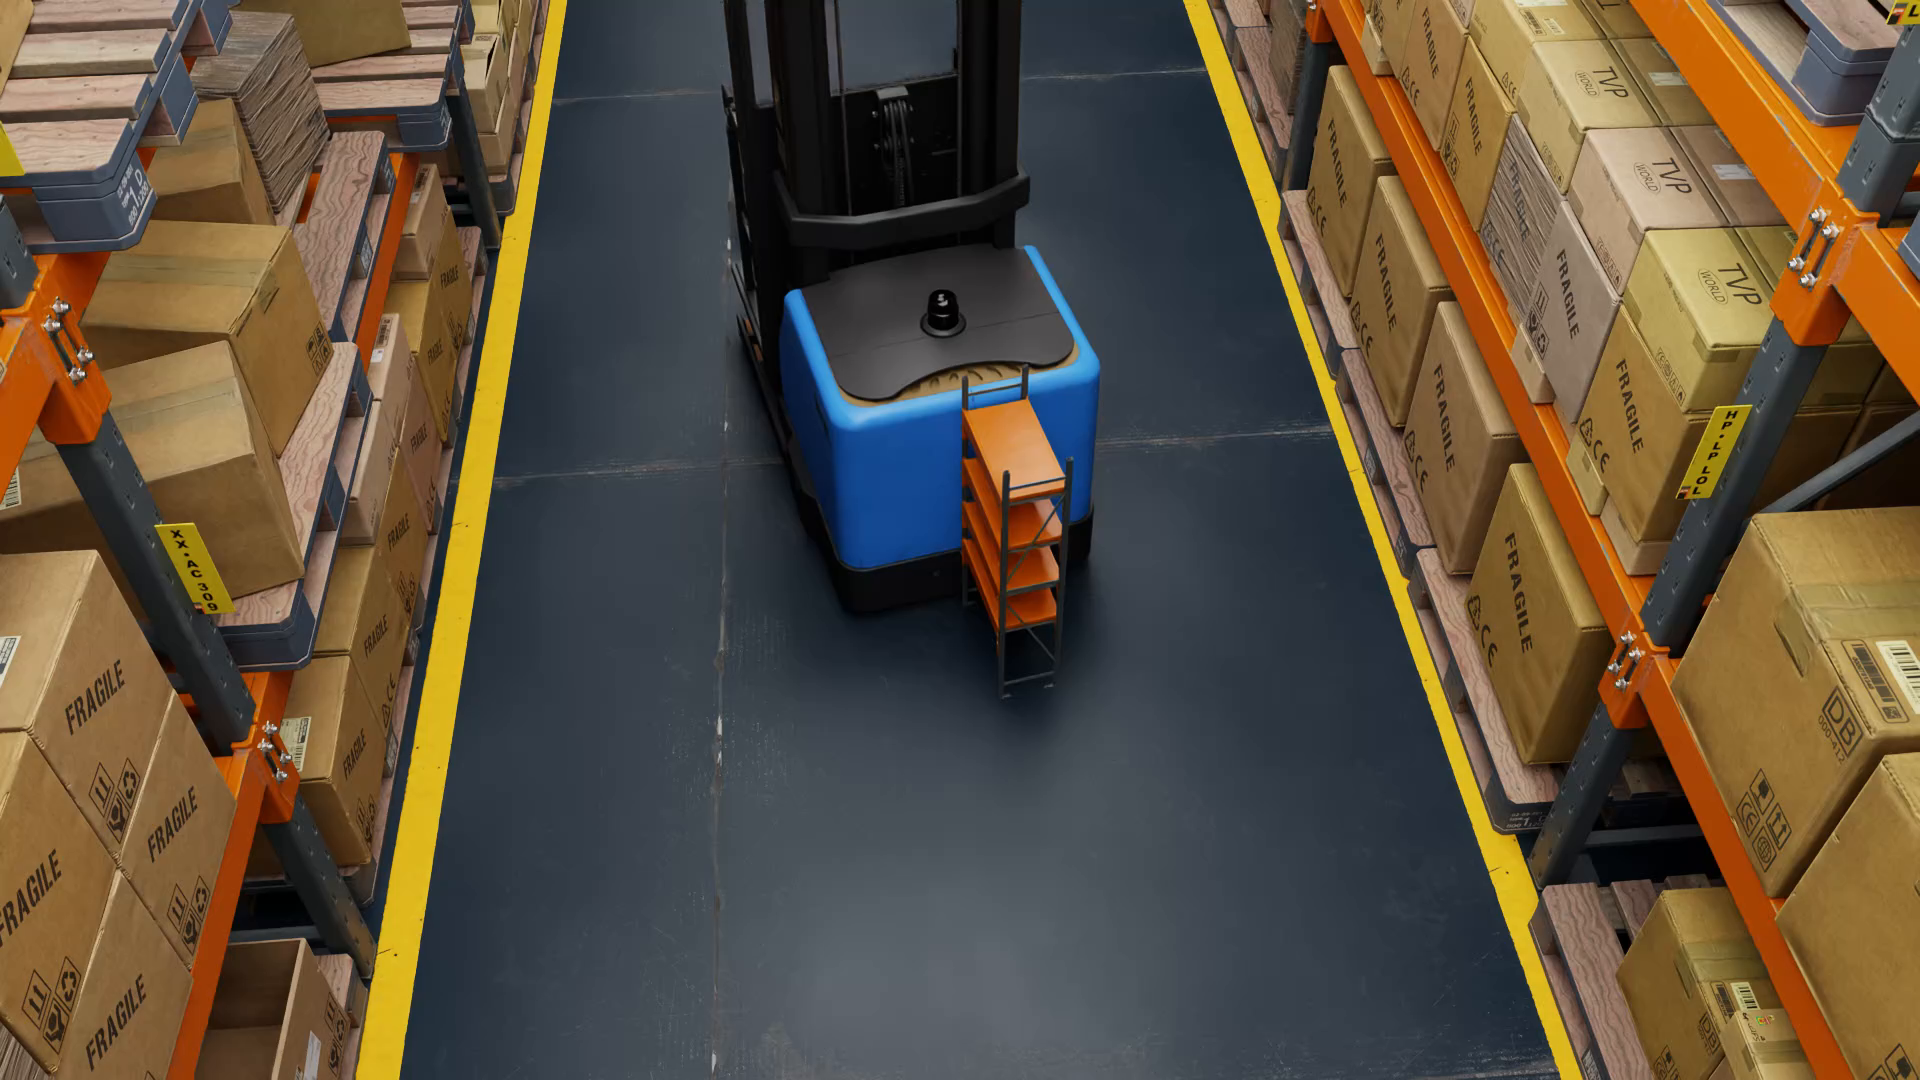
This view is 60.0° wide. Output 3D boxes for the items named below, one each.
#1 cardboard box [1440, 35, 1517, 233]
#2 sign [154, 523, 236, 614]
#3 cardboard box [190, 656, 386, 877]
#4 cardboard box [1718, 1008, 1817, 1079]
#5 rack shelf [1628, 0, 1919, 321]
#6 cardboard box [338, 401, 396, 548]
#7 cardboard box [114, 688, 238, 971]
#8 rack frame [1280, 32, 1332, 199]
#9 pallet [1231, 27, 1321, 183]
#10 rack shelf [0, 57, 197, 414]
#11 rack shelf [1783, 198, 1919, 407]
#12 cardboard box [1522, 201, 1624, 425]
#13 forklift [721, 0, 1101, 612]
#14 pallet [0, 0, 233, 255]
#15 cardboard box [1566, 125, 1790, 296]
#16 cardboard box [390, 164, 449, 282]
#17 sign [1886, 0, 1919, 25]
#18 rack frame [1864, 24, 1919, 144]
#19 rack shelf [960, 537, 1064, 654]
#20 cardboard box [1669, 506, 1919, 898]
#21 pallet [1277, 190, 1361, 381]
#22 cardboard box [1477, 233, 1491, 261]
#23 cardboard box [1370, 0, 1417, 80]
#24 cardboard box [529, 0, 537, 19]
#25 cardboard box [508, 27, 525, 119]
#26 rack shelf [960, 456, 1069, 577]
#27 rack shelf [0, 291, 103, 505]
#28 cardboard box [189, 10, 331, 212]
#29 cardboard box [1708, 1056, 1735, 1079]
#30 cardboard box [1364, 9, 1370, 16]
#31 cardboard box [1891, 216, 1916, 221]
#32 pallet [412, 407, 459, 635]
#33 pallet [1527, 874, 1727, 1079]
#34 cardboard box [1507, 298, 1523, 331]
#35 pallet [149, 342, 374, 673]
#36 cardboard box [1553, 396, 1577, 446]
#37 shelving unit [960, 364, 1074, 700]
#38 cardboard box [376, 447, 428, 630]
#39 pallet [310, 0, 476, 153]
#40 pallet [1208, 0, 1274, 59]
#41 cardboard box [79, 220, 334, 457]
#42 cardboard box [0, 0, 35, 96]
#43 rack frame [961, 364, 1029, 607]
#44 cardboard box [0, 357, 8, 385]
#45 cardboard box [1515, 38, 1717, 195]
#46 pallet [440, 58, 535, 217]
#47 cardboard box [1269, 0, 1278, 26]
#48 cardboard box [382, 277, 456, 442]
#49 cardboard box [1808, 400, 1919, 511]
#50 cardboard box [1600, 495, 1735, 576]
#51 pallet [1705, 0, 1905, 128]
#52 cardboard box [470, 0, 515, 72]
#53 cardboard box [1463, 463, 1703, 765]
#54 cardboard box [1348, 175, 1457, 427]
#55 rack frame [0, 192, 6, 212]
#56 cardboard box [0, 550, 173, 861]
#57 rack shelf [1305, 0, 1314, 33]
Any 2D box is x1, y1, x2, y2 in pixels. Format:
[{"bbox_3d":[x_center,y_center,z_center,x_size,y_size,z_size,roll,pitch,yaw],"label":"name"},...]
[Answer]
[{"bbox_3d":[2.062,-1.448,5.905,0.500,0.500,0.500,-2,47,-2],"label":"cardboard box"},{"bbox_3d":[-1.911,0.075,4.153,0.100,0.325,0.005,-3,47,-3],"label":"sign"},{"bbox_3d":[-2.248,0.755,5.524,0.500,0.500,0.500,-5,47,-5],"label":"cardboard box"},{"bbox_3d":[2.293,1.406,4.475,0.380,0.149,0.250,-2,47,-2],"label":"cardboard box"},{"bbox_3d":[2.318,-2.124,5.261,1.077,0.370,4.000,-3,47,-3],"label":"rack shelf"},{"bbox_3d":[-2.332,-0.227,5.937,0.500,0.250,0.500,-3,47,-3],"label":"cardboard box"},{"bbox_3d":[-2.153,0.723,4.067,0.500,0.500,0.500,-3,47,-3],"label":"cardboard box"},{"bbox_3d":[2.150,-2.787,7.460,1.000,3.000,0.127,-3,47,-3],"label":"rack frame"},{"bbox_3d":[2.087,-2.393,9.008,1.003,0.211,1.213,-3,47,-3],"label":"pallet"},{"bbox_3d":[-2.618,-1.820,4.974,1.077,0.370,4.000,-3,47,-3],"label":"rack shelf"},{"bbox_3d":[2.653,0.770,2.521,1.077,0.370,4.000,-3,47,-3],"label":"rack shelf"},{"bbox_3d":[2.143,-0.723,5.218,0.500,0.500,0.500,-3,47,-3],"label":"cardboard box"},{"bbox_3d":[-0.392,-1.818,6.590,1.130,2.935,3.031,-13,48,-12],"label":"forklift"},{"bbox_3d":[-2.435,-1.032,3.861,1.213,0.211,1.003,-3,47,-3],"label":"pallet"},{"bbox_3d":[2.158,-0.987,4.951,0.500,0.250,0.500,-3,47,-2],"label":"cardboard box"},{"bbox_3d":[-2.464,-1.330,6.982,0.500,0.250,0.500,-2,47,-2],"label":"cardboard box"},{"bbox_3d":[1.945,-1.170,3.290,0.100,0.325,0.005,-3,47,-3],"label":"sign"},{"bbox_3d":[2.485,-1.956,2.541,1.000,3.000,0.127,-3,47,-3],"label":"rack frame"},{"bbox_3d":[0.190,0.179,6.256,0.258,0.148,0.480,-12,48,-11],"label":"rack shelf"},{"bbox_3d":[2.514,0.398,4.237,0.980,0.700,0.700,-3,47,-3],"label":"cardboard box"},{"bbox_3d":[2.141,-1.253,7.928,1.003,0.211,1.213,-3,47,-3],"label":"pallet"},{"bbox_3d":[2.101,-1.155,6.074,0.380,0.149,0.250,-2,47,-2],"label":"cardboard box"},{"bbox_3d":[1.971,-2.184,6.601,0.500,0.500,0.500,-2,47,-2],"label":"cardboard box"},{"bbox_3d":[-2.672,-3.189,9.445,0.500,0.250,0.500,-3,47,-2],"label":"cardboard box"},{"bbox_3d":[-2.580,-2.442,8.738,0.500,0.250,0.500,-5,47,-4],"label":"cardboard box"},{"bbox_3d":[0.190,-0.111,5.950,0.258,0.148,0.480,-12,48,-11],"label":"rack shelf"},{"bbox_3d":[-2.283,1.074,2.233,1.077,0.370,4.000,-3,47,-3],"label":"rack shelf"},{"bbox_3d":[-2.734,-1.540,5.921,0.700,0.500,0.500,4,47,4],"label":"cardboard box"},{"bbox_3d":[2.485,1.733,4.611,0.700,0.500,0.500,-4,47,-4],"label":"cardboard box"},{"bbox_3d":[1.960,-2.272,7.132,0.380,0.149,0.250,-3,47,-3],"label":"cardboard box"},{"bbox_3d":[2.656,-1.021,4.983,0.500,0.250,0.500,-3,47,-3],"label":"cardboard box"},{"bbox_3d":[-2.662,-0.101,6.837,1.003,0.211,1.213,-3,47,-3],"label":"pallet"},{"bbox_3d":[2.471,1.621,5.206,1.003,0.211,1.213,-3,47,-3],"label":"pallet"},{"bbox_3d":[2.118,-0.780,5.719,0.380,0.149,0.250,-3,47,-3],"label":"cardboard box"},{"bbox_3d":[-2.409,-0.108,5.055,1.003,0.211,1.213,-3,47,-3],"label":"pallet"},{"bbox_3d":[2.154,-0.412,5.370,0.380,0.149,0.250,-2,47,-2],"label":"cardboard box"},{"bbox_3d":[0.190,-0.003,6.063,0.258,1.200,0.503,-12,48,-11],"label":"shelving unit"},{"bbox_3d":[-2.338,0.007,6.232,0.500,0.500,0.500,-3,47,-3],"label":"cardboard box"},{"bbox_3d":[-2.659,-1.931,6.781,1.213,0.211,1.003,-3,47,-3],"label":"pallet"},{"bbox_3d":[1.988,-3.274,9.842,1.003,0.211,1.213,-3,47,-3],"label":"pallet"},{"bbox_3d":[-2.388,-0.618,5.047,0.700,0.500,0.500,3,47,3],"label":"cardboard box"},{"bbox_3d":[-2.419,-1.202,3.466,0.600,0.600,0.600,-8,47,-7],"label":"cardboard box"},{"bbox_3d":[0.123,-0.174,6.225,0.240,1.200,0.015,-12,48,-11],"label":"rack frame"},{"bbox_3d":[-2.145,-0.233,3.079,0.500,0.250,0.500,-3,47,-3],"label":"cardboard box"},{"bbox_3d":[2.115,-1.356,5.301,0.500,0.250,0.500,-3,47,-3],"label":"cardboard box"},{"bbox_3d":[-2.816,-2.122,8.751,1.003,0.211,1.213,-3,47,-3],"label":"pallet"},{"bbox_3d":[2.111,-2.976,9.058,0.700,0.500,0.500,-4,47,-3],"label":"cardboard box"},{"bbox_3d":[-2.430,-0.738,6.938,0.500,0.500,0.500,-5,47,-5],"label":"cardboard box"},{"bbox_3d":[2.698,-0.384,4.897,0.500,0.500,0.500,-5,47,-5],"label":"cardboard box"},{"bbox_3d":[2.175,-0.040,5.018,0.380,0.149,0.250,-3,47,-3],"label":"cardboard box"},{"bbox_3d":[2.359,-1.519,4.325,0.805,0.209,1.217,-5,47,-5],"label":"pallet"},{"bbox_3d":[-2.589,-2.651,8.550,0.500,0.311,0.500,-5,47,-4],"label":"cardboard box"},{"bbox_3d":[2.301,0.240,5.785,0.750,0.750,0.750,-3,47,-3],"label":"cardboard box"},{"bbox_3d":[2.148,-1.018,6.976,0.750,0.750,0.750,-4,47,-3],"label":"cardboard box"},{"bbox_3d":[-2.451,-1.652,2.253,1.000,3.000,0.127,-3,47,-3],"label":"rack frame"},{"bbox_3d":[-2.150,0.383,3.700,0.500,0.500,0.500,-3,47,-3],"label":"cardboard box"},{"bbox_3d":[1.983,-3.986,9.091,1.077,0.370,4.000,-3,47,-3],"label":"rack shelf"}]
